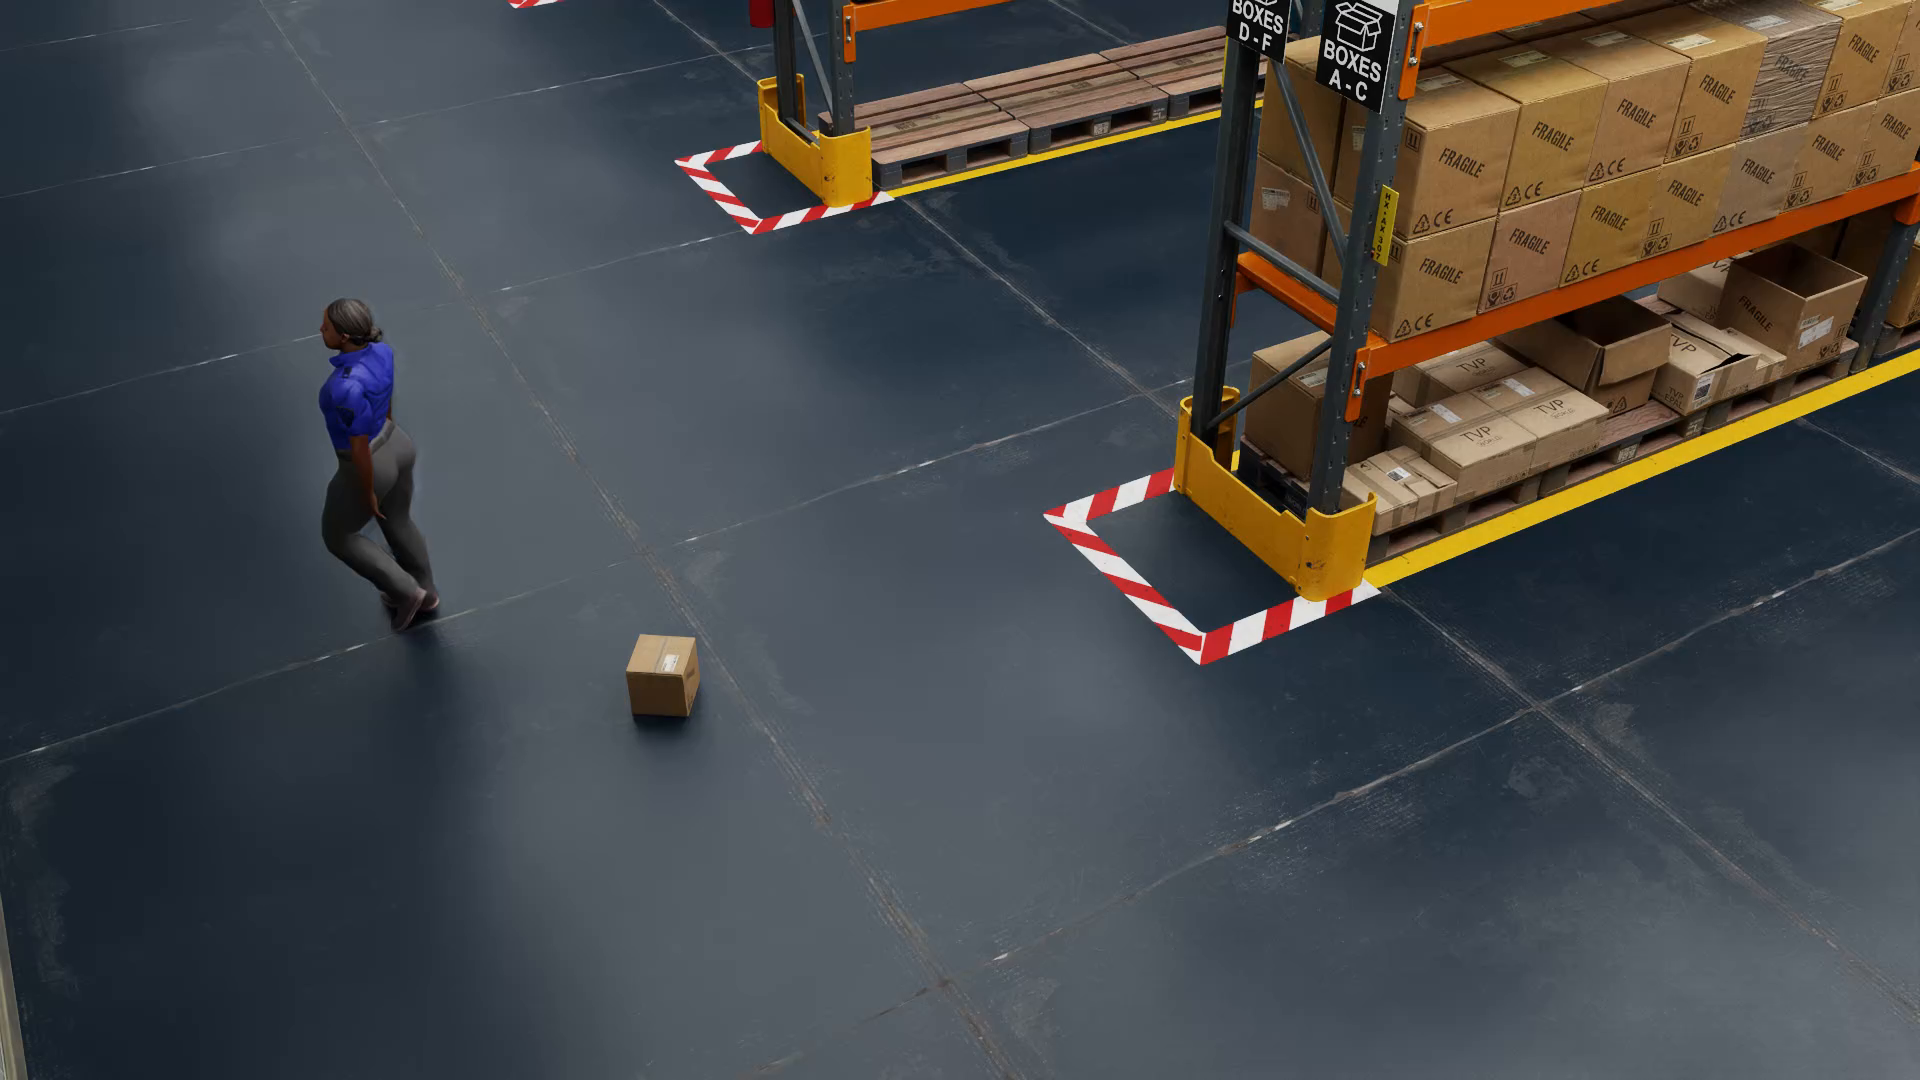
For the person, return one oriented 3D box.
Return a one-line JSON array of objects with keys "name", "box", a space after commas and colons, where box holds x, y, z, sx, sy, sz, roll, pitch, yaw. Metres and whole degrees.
[{"name": "person", "box": [-2.620, -0.326, 7.340, 0.430, 1.664, 0.452, 7, 38, 10]}]
